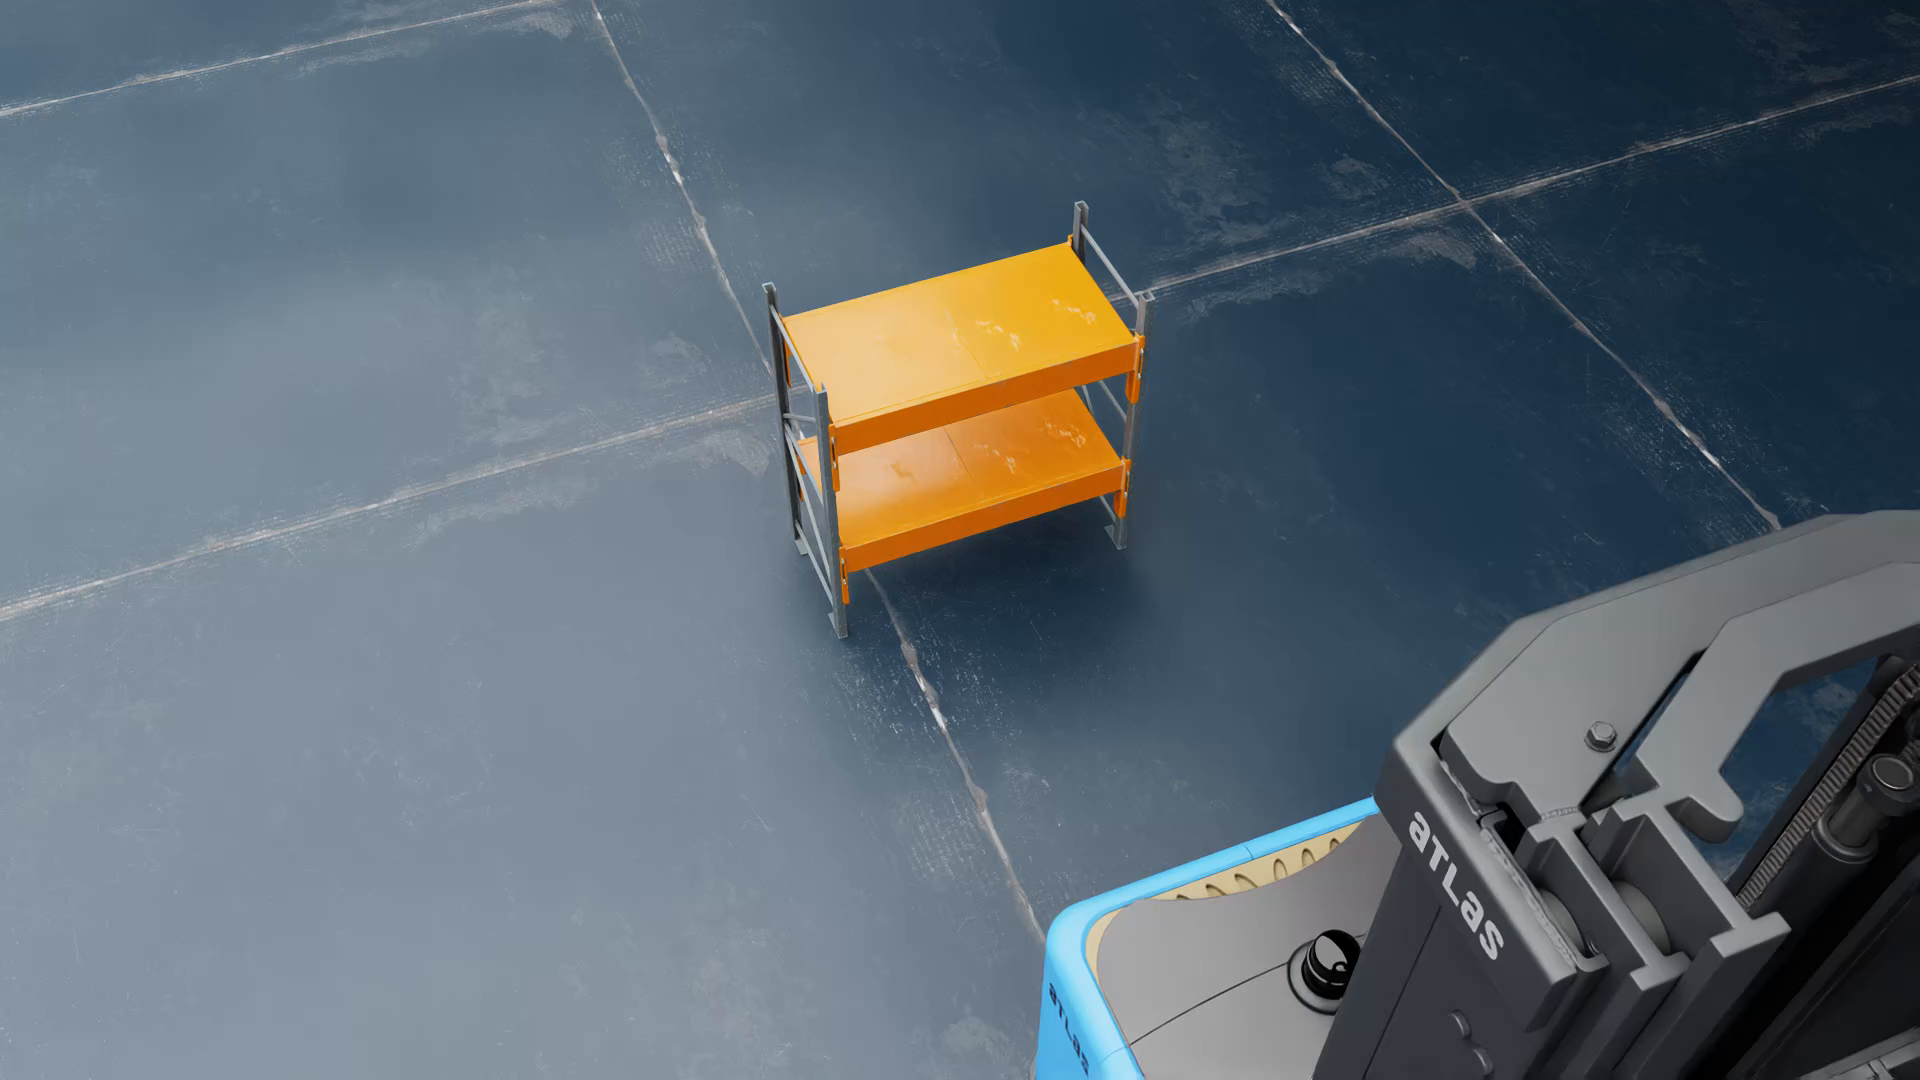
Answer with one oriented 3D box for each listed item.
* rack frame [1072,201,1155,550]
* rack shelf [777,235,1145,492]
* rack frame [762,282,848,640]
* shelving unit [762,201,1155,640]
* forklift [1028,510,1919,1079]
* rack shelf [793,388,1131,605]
[{"bbox_3d":[0.464,-0.510,5.447,0.032,1.125,0.500,-17,52,-14],"label":"rack frame"},{"bbox_3d":[-0.006,-0.555,5.100,1.000,0.278,0.538,-17,52,-14],"label":"rack shelf"},{"bbox_3d":[-0.477,-0.219,5.196,0.032,1.125,0.500,-17,52,-14],"label":"rack frame"},{"bbox_3d":[-0.006,-0.365,5.322,1.048,1.125,0.538,-17,52,-14],"label":"shelving unit"},{"bbox_3d":[1.183,1.474,2.552,1.130,2.935,3.031,-17,51,-14],"label":"forklift"},{"bbox_3d":[-0.006,-0.205,5.507,1.000,0.278,0.538,-17,52,-14],"label":"rack shelf"}]
